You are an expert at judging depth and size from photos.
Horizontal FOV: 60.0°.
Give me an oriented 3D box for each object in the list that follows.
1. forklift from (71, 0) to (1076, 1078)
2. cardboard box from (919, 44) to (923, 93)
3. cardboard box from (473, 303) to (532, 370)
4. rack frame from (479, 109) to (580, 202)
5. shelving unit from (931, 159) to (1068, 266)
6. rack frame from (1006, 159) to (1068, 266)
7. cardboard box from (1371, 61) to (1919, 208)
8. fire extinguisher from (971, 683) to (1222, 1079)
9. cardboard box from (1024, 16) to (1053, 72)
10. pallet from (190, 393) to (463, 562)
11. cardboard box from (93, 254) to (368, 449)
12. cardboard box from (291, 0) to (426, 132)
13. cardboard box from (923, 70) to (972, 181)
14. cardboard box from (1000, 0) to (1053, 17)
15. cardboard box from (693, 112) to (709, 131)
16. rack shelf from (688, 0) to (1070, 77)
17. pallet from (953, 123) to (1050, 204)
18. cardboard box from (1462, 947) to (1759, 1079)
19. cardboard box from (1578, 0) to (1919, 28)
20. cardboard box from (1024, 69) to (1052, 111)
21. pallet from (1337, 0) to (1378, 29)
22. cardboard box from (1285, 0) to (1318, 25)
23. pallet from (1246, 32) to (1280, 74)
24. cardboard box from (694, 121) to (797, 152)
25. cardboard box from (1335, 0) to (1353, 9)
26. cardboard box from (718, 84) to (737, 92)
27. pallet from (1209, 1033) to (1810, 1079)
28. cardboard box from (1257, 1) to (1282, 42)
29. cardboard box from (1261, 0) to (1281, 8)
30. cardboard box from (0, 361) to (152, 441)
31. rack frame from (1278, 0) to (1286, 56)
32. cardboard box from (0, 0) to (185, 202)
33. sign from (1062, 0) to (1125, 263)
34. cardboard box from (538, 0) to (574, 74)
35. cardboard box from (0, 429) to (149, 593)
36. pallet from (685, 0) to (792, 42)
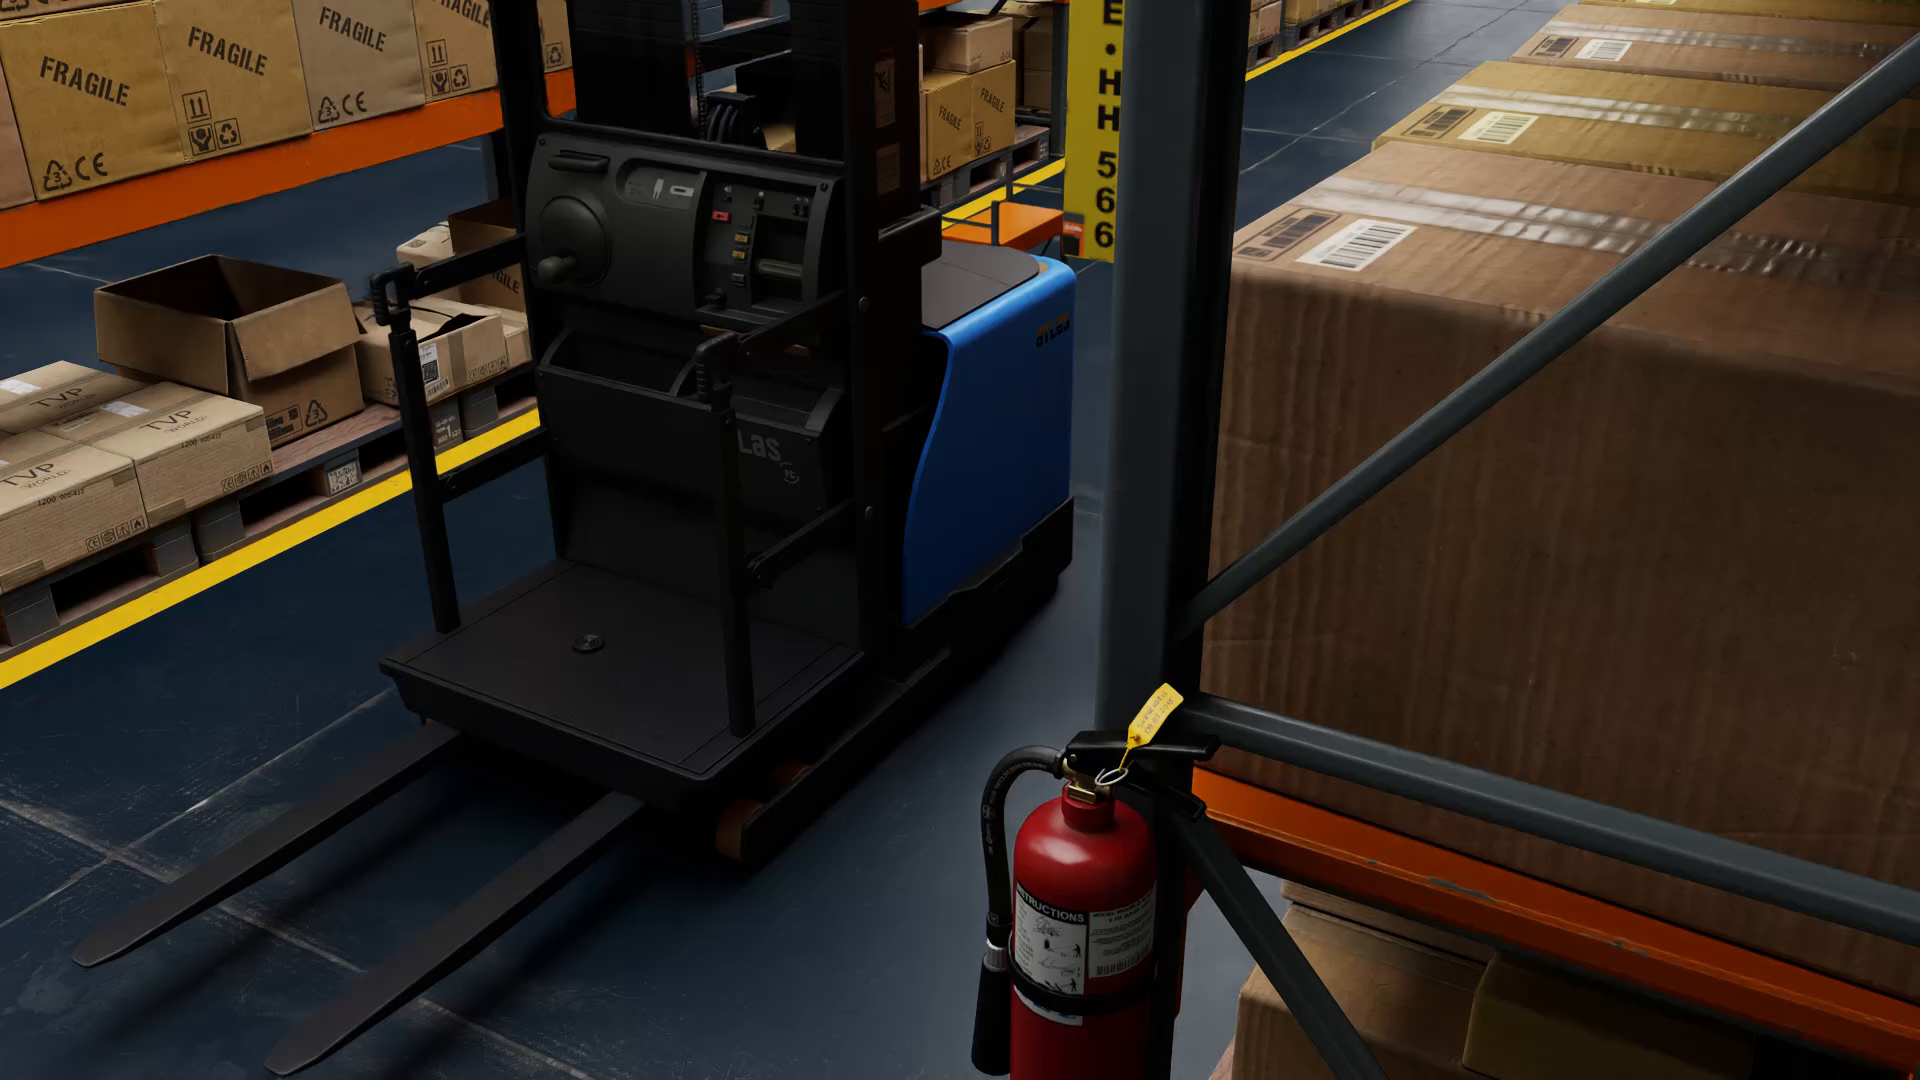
[{"bbox_3d":[-0.815,-0.739,3.953,1.130,2.935,3.031,15,30,27],"label":"forklift"},{"bbox_3d":[-0.536,-2.484,8.824,0.500,0.250,0.500,14,30,25],"label":"cardboard box"},{"bbox_3d":[-1.889,-0.827,6.745,0.380,0.149,0.250,14,30,26],"label":"cardboard box"},{"bbox_3d":[-1.724,-2.349,7.092,1.000,3.000,0.127,14,30,26],"label":"rack frame"},{"bbox_3d":[0.140,-0.638,5.684,0.258,1.200,0.503,15,30,27],"label":"shelving unit"},{"bbox_3d":[0.264,-0.732,5.872,0.240,1.200,0.015,15,30,27],"label":"rack frame"},{"bbox_3d":[1.213,-0.322,2.707,0.980,0.700,0.700,14,30,26],"label":"cardboard box"},{"bbox_3d":[0.147,0.458,1.988,0.296,0.674,0.183,14,30,26],"label":"fire extinguisher"},{"bbox_3d":[0.757,-3.256,10.880,0.500,0.311,0.500,15,30,28],"label":"cardboard box"},{"bbox_3d":[-2.662,-0.357,6.228,1.003,0.211,1.213,14,30,26],"label":"pallet"},{"bbox_3d":[-2.644,-0.696,6.087,0.797,0.503,0.637,14,30,26],"label":"cardboard box"},{"bbox_3d":[-2.250,-1.741,5.764,0.500,0.500,0.500,15,30,27],"label":"cardboard box"},{"bbox_3d":[-0.267,-2.369,9.433,0.500,0.500,0.500,13,29,24],"label":"cardboard box"},{"bbox_3d":[0.537,-3.579,11.525,0.500,0.311,0.500,14,30,25],"label":"cardboard box"},{"bbox_3d":[-1.480,-1.874,8.444,0.500,0.500,0.500,14,30,26],"label":"cardboard box"},{"bbox_3d":[-0.740,-2.807,8.810,1.077,0.370,4.000,14,30,26],"label":"rack shelf"},{"bbox_3d":[-0.156,-2.378,10.265,1.003,0.211,1.213,14,30,26],"label":"pallet"},{"bbox_3d":[0.993,0.737,2.525,0.380,0.149,0.250,14,30,26],"label":"cardboard box"},{"bbox_3d":[1.946,-0.903,3.867,0.980,0.700,0.700,13,30,25],"label":"cardboard box"},{"bbox_3d":[0.757,-3.006,11.006,0.500,0.250,0.500,14,30,26],"label":"cardboard box"},{"bbox_3d":[3.238,-4.998,15.498,1.003,0.211,1.213,14,30,26],"label":"pallet"},{"bbox_3d":[2.704,-4.539,14.069,0.500,0.250,0.500,14,30,26],"label":"cardboard box"},{"bbox_3d":[1.883,-3.924,13.353,1.003,0.211,1.213,14,30,26],"label":"pallet"},{"bbox_3d":[-1.021,-1.773,8.242,0.500,0.500,0.500,15,30,27],"label":"cardboard box"},{"bbox_3d":[3.205,-4.927,14.843,0.500,0.250,0.500,14,30,26],"label":"cardboard box"},{"bbox_3d":[-0.985,-2.268,9.231,0.500,0.500,0.500,13,29,24],"label":"cardboard box"},{"bbox_3d":[0.948,1.217,3.082,1.003,0.211,1.213,14,30,26],"label":"pallet"},{"bbox_3d":[2.260,-4.200,13.391,0.500,0.250,0.500,14,30,26],"label":"cardboard box"},{"bbox_3d":[2.262,-4.455,13.275,0.500,0.311,0.500,14,30,26],"label":"cardboard box"},{"bbox_3d":[-3.145,-0.387,5.753,0.500,0.250,0.500,14,30,26],"label":"cardboard box"},{"bbox_3d":[2.212,-5.467,13.320,1.000,3.000,0.127,14,30,26],"label":"rack frame"},{"bbox_3d":[-2.745,-1.347,4.978,0.500,0.500,0.500,14,30,26],"label":"cardboard box"},{"bbox_3d":[0.157,-0.449,1.739,0.100,0.325,0.005,14,30,26],"label":"sign"},{"bbox_3d":[-1.746,-2.142,6.567,0.500,0.500,0.500,15,30,27],"label":"cardboard box"},{"bbox_3d":[-2.931,-0.102,5.182,0.500,0.250,0.500,14,30,26],"label":"cardboard box"},{"bbox_3d":[-1.236,-2.551,7.709,1.003,0.211,1.213,14,30,26],"label":"pallet"}]
